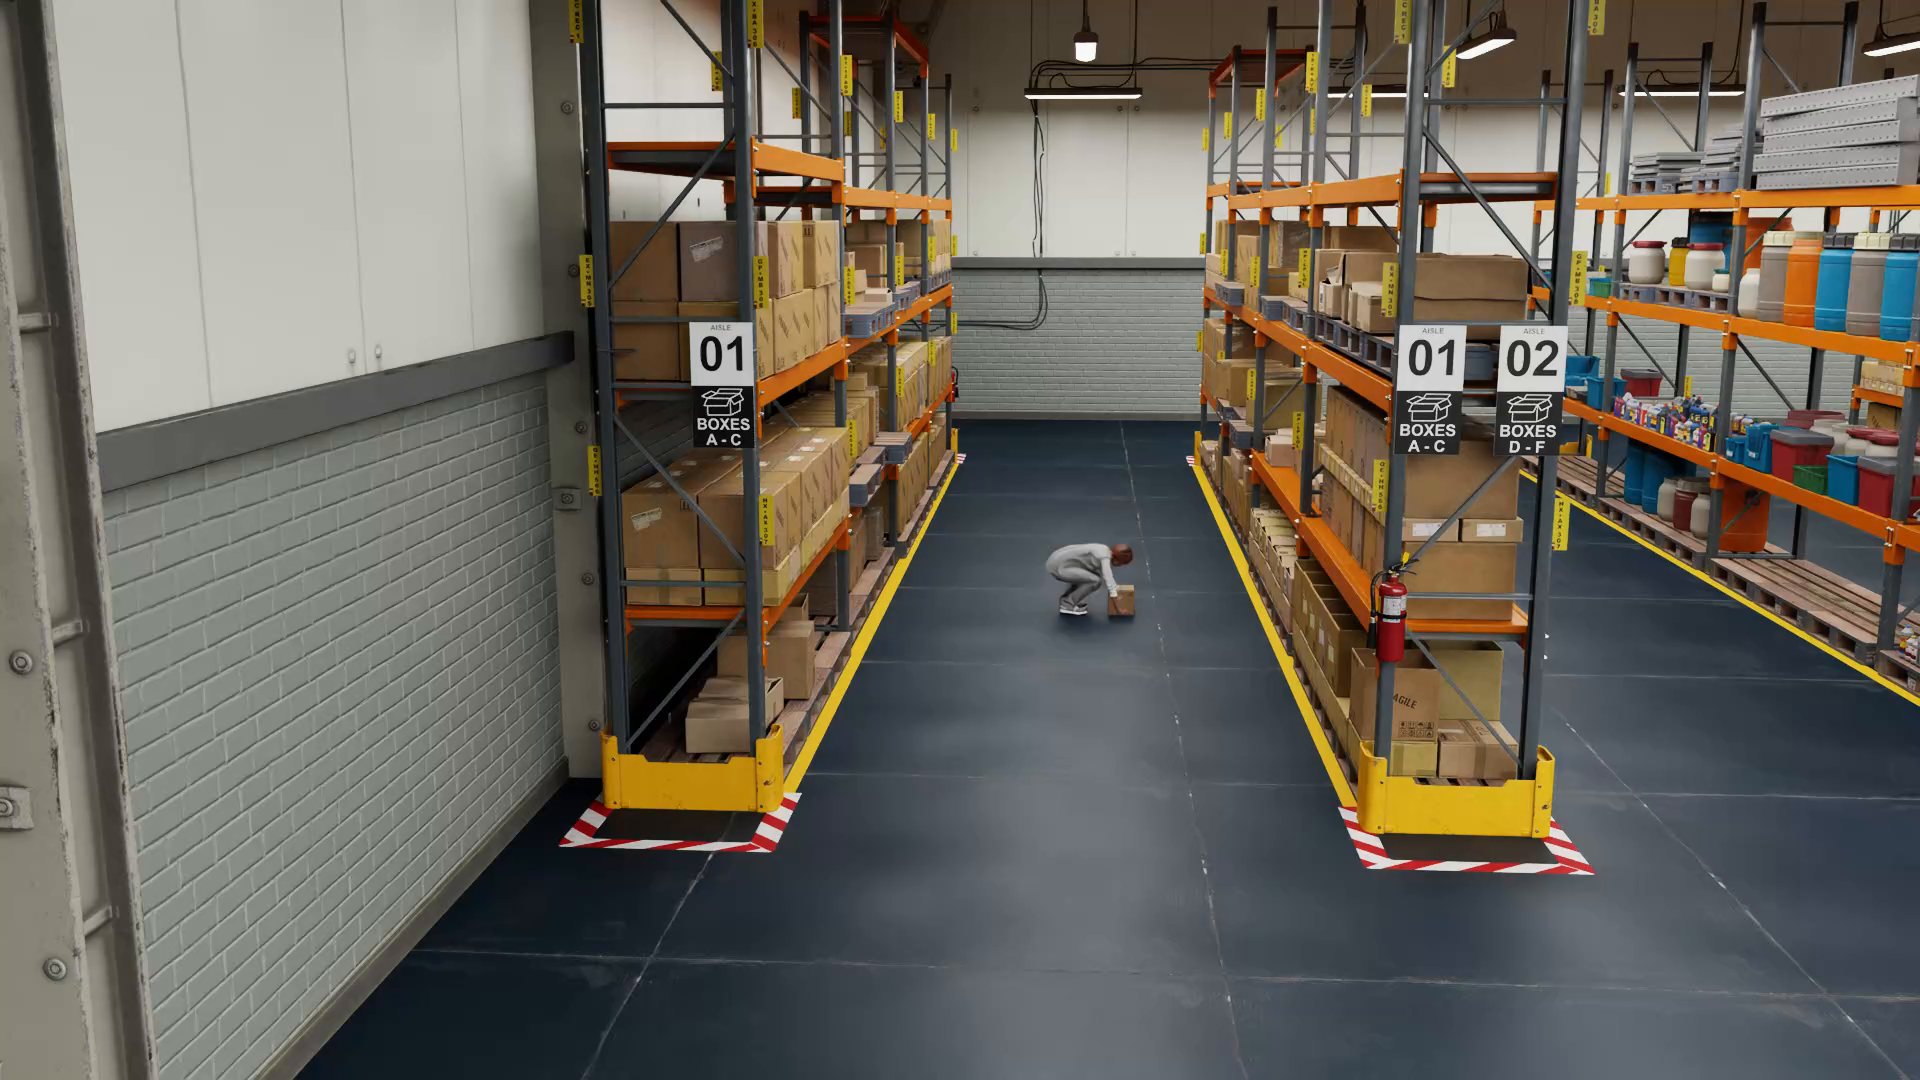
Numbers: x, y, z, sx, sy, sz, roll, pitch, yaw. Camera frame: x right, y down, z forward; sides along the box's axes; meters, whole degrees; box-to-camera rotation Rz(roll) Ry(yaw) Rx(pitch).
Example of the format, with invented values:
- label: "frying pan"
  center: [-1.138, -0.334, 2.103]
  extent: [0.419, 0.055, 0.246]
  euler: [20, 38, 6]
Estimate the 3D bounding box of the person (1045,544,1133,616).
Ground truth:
- label: "person"
  center: [1.272, 0.383, 16.425]
  extent: [0.863, 0.699, 0.421]
  euler: [0, 11, 2]
